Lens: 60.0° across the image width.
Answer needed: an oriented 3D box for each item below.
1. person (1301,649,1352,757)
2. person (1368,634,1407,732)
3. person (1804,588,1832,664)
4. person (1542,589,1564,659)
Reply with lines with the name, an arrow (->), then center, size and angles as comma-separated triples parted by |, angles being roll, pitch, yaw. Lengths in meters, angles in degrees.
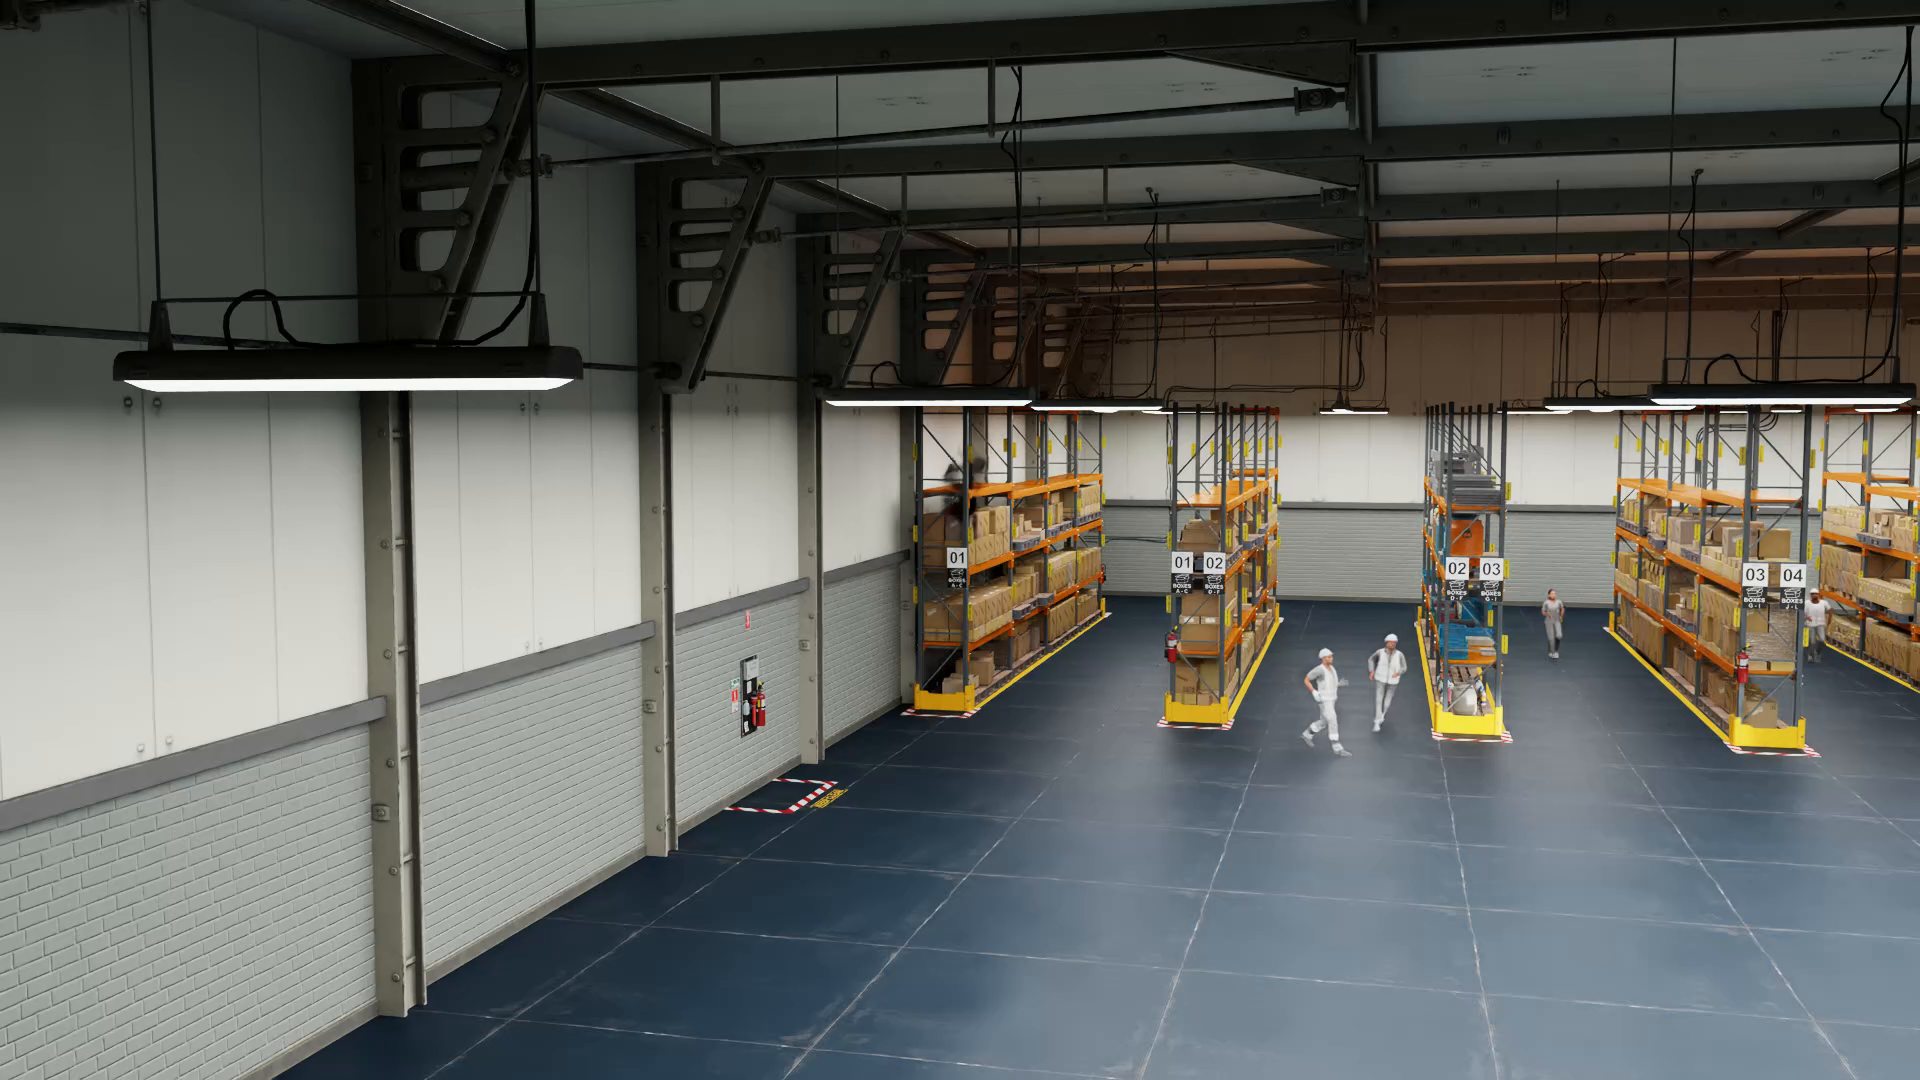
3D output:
person -> 6.199, 2.720, 28.136 | 1.005, 1.770, 0.660 | 3, 5, 39
person -> 7.865, 2.553, 30.600 | 0.697, 1.667, 0.862 | 1, 4, 9
person -> 19.917, 2.006, 38.694 | 0.709, 1.766, 0.700 | 2, 5, 20
person -> 14.052, 1.986, 39.384 | 0.540, 1.653, 0.655 | 1, 4, 10
